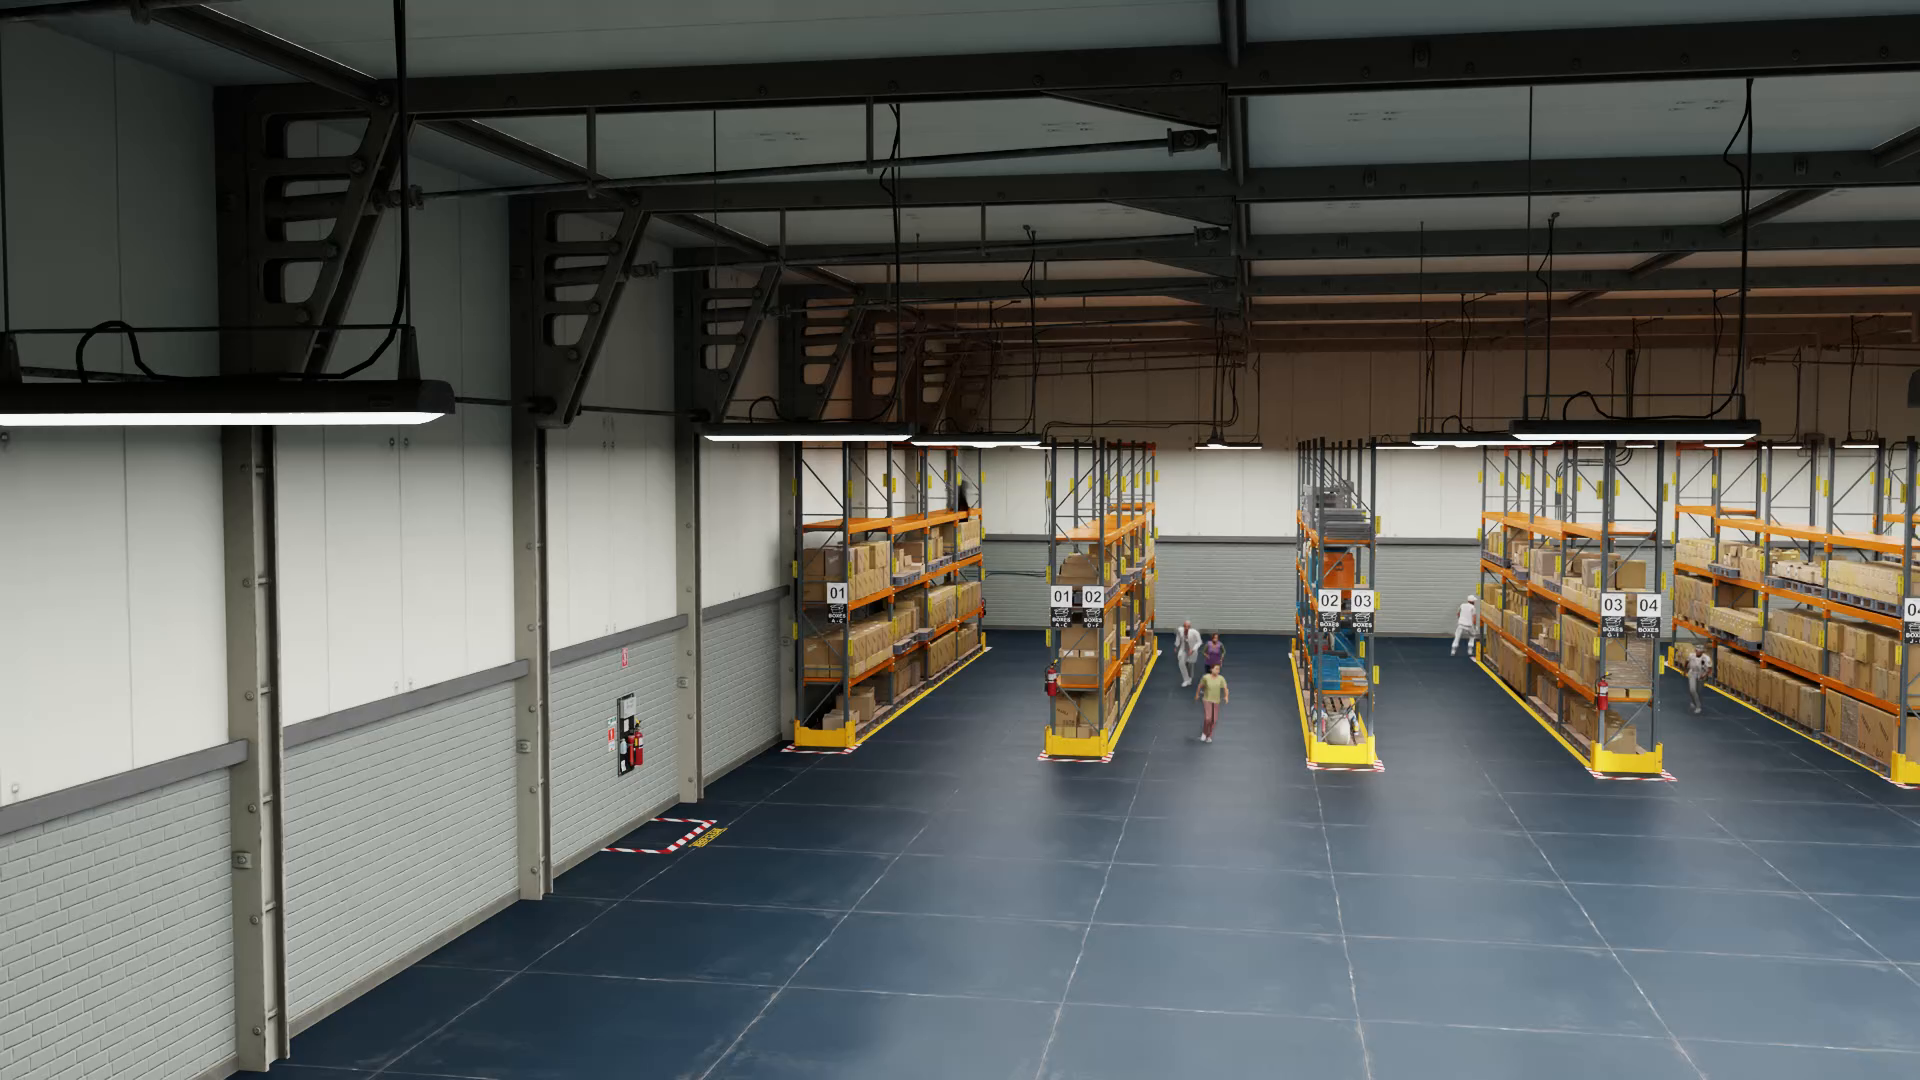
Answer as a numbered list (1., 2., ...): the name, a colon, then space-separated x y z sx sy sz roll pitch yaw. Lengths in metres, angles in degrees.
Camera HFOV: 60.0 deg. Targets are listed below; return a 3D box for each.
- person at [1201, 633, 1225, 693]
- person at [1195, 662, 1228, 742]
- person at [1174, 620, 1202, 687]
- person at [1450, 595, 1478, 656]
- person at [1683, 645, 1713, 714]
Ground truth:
1. person: 5.893 2.920 38.991 0.605 1.531 0.802 1 3 22
2. person: 4.957 3.178 32.540 0.562 1.613 0.724 0 3 -7
3. person: 5.614 2.735 40.716 0.722 1.619 1.159 1 3 20
4. person: 14.207 2.407 46.694 0.746 1.735 0.758 2 4 38
5. person: 16.236 3.024 36.603 0.583 1.513 1.004 1 3 23
